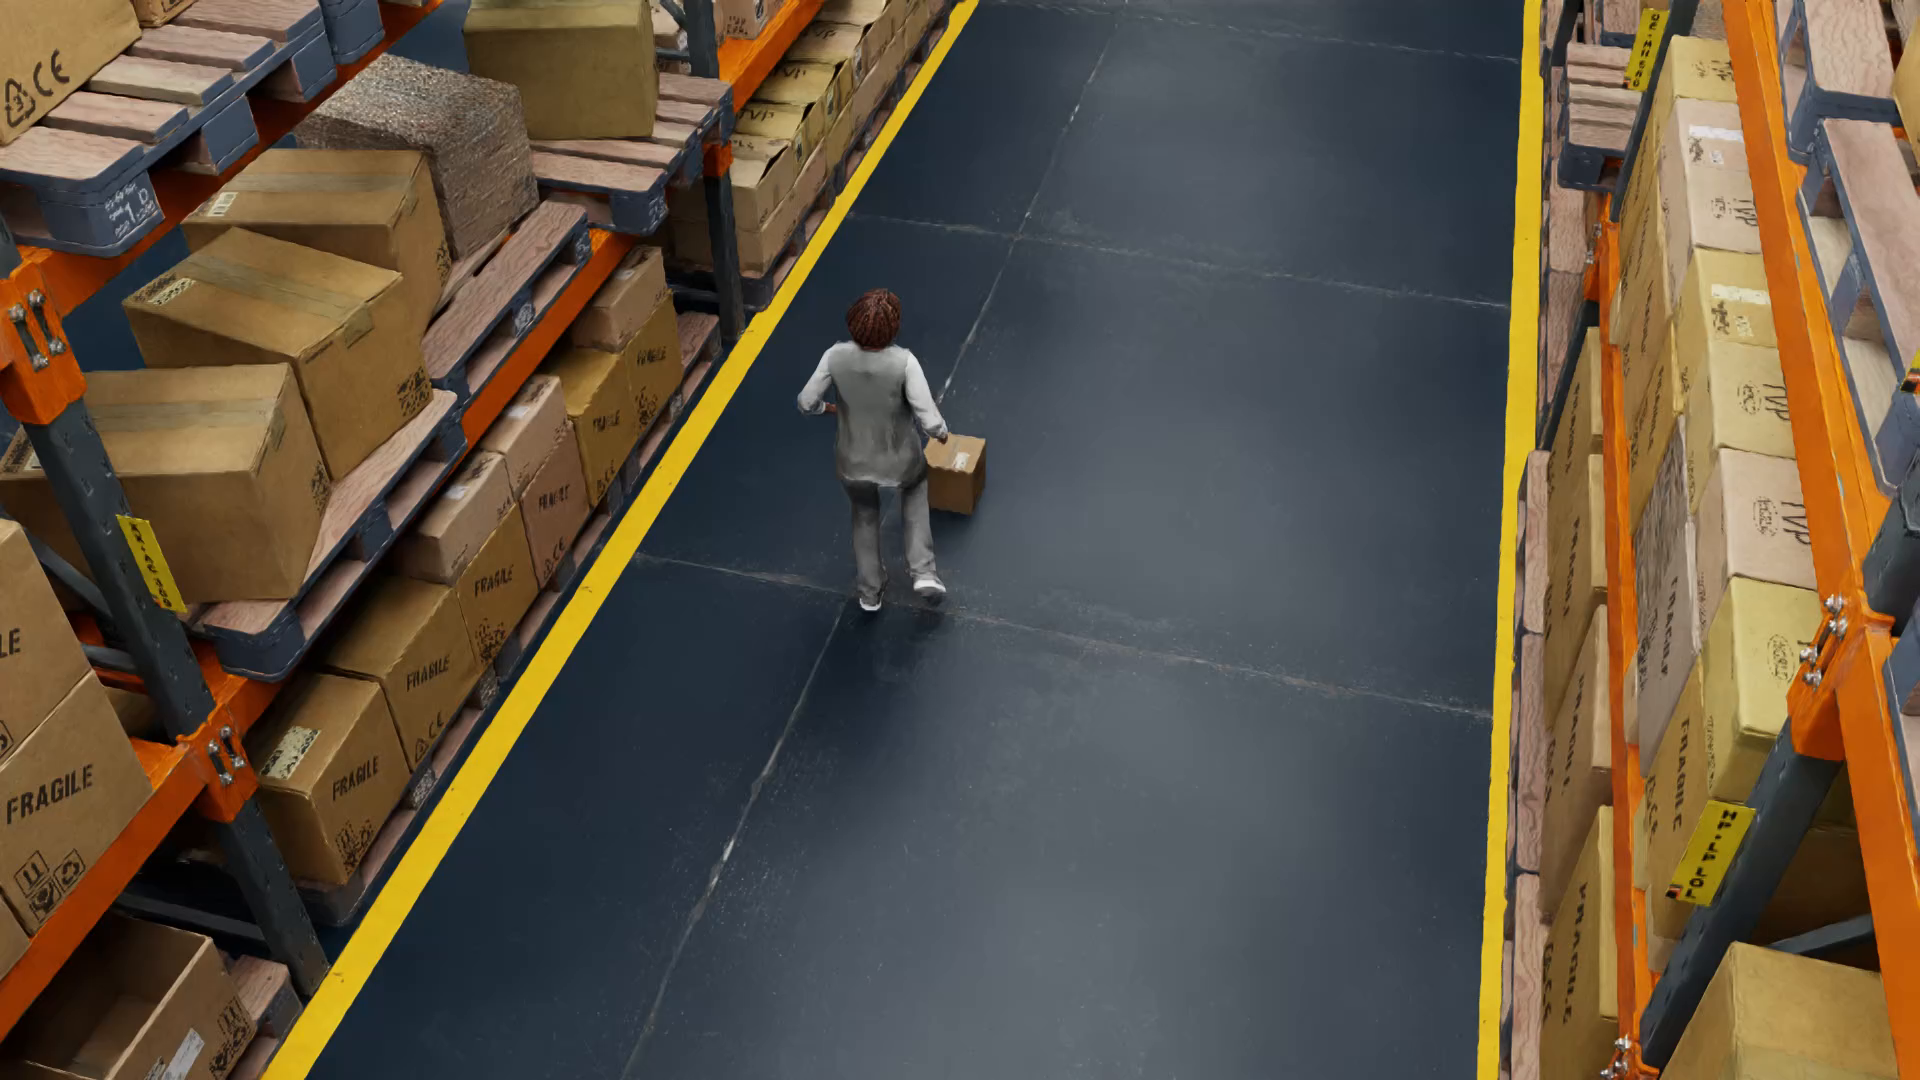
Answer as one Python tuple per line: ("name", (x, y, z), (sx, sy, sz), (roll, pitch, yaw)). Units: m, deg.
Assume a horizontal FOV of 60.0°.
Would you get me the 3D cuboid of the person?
("person", (-0.335, -0.359, 6.598), (0.584, 1.566, 0.435), (2, 42, 2))
